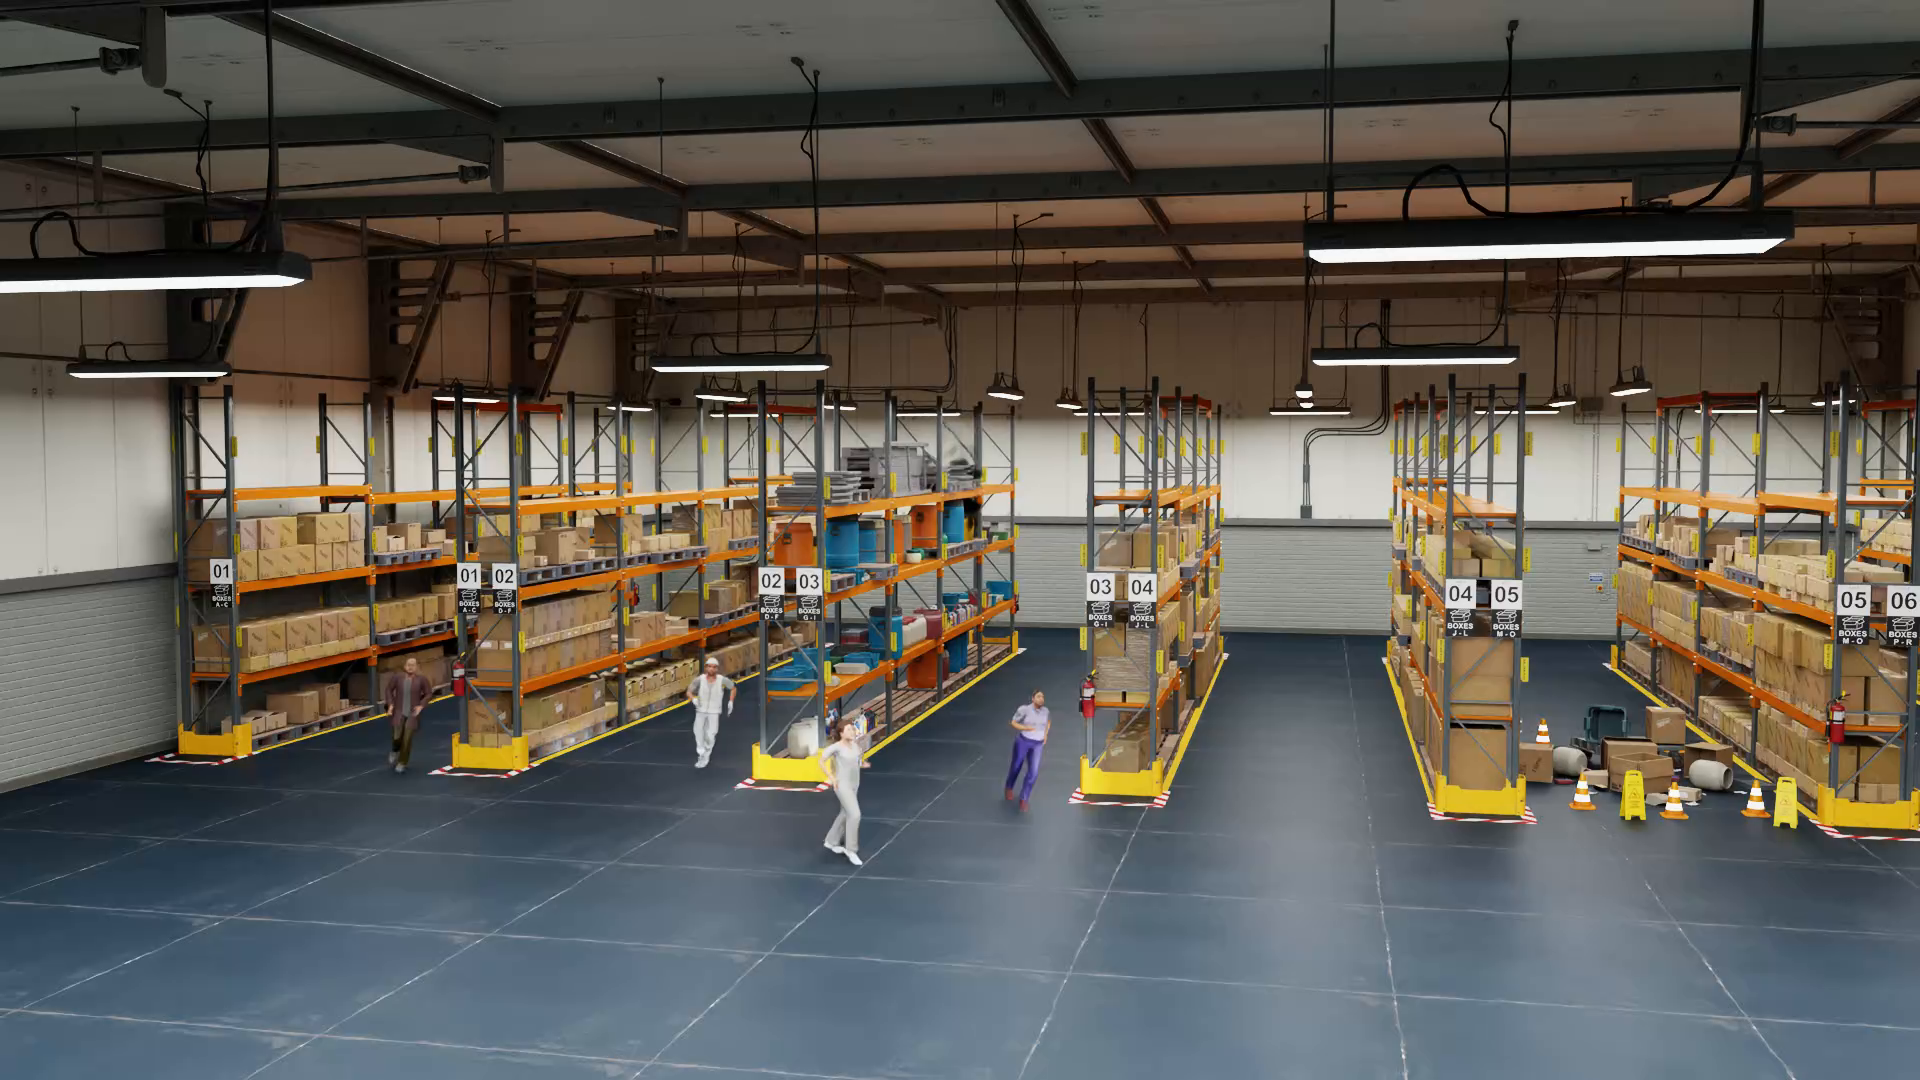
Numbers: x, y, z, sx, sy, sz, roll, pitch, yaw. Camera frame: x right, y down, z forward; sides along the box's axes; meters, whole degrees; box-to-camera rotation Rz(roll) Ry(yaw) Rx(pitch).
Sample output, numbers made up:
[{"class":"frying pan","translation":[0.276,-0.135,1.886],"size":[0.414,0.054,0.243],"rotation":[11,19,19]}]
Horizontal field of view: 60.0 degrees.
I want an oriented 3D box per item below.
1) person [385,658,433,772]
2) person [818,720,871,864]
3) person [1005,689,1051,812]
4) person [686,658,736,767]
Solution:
[{"class":"person","translation":[-8.564,2.713,25.853],"size":[0.723,1.763,0.617],"rotation":[-1,3,-13]},{"class":"person","translation":[-1.392,3.043,20.152],"size":[0.709,1.726,0.548],"rotation":[2,4,34]},{"class":"person","translation":[0.993,2.896,23.207],"size":[0.641,1.647,0.857],"rotation":[-1,3,-10]},{"class":"person","translation":[-3.877,2.682,25.795],"size":[0.748,1.727,0.614],"rotation":[0,3,0]}]
